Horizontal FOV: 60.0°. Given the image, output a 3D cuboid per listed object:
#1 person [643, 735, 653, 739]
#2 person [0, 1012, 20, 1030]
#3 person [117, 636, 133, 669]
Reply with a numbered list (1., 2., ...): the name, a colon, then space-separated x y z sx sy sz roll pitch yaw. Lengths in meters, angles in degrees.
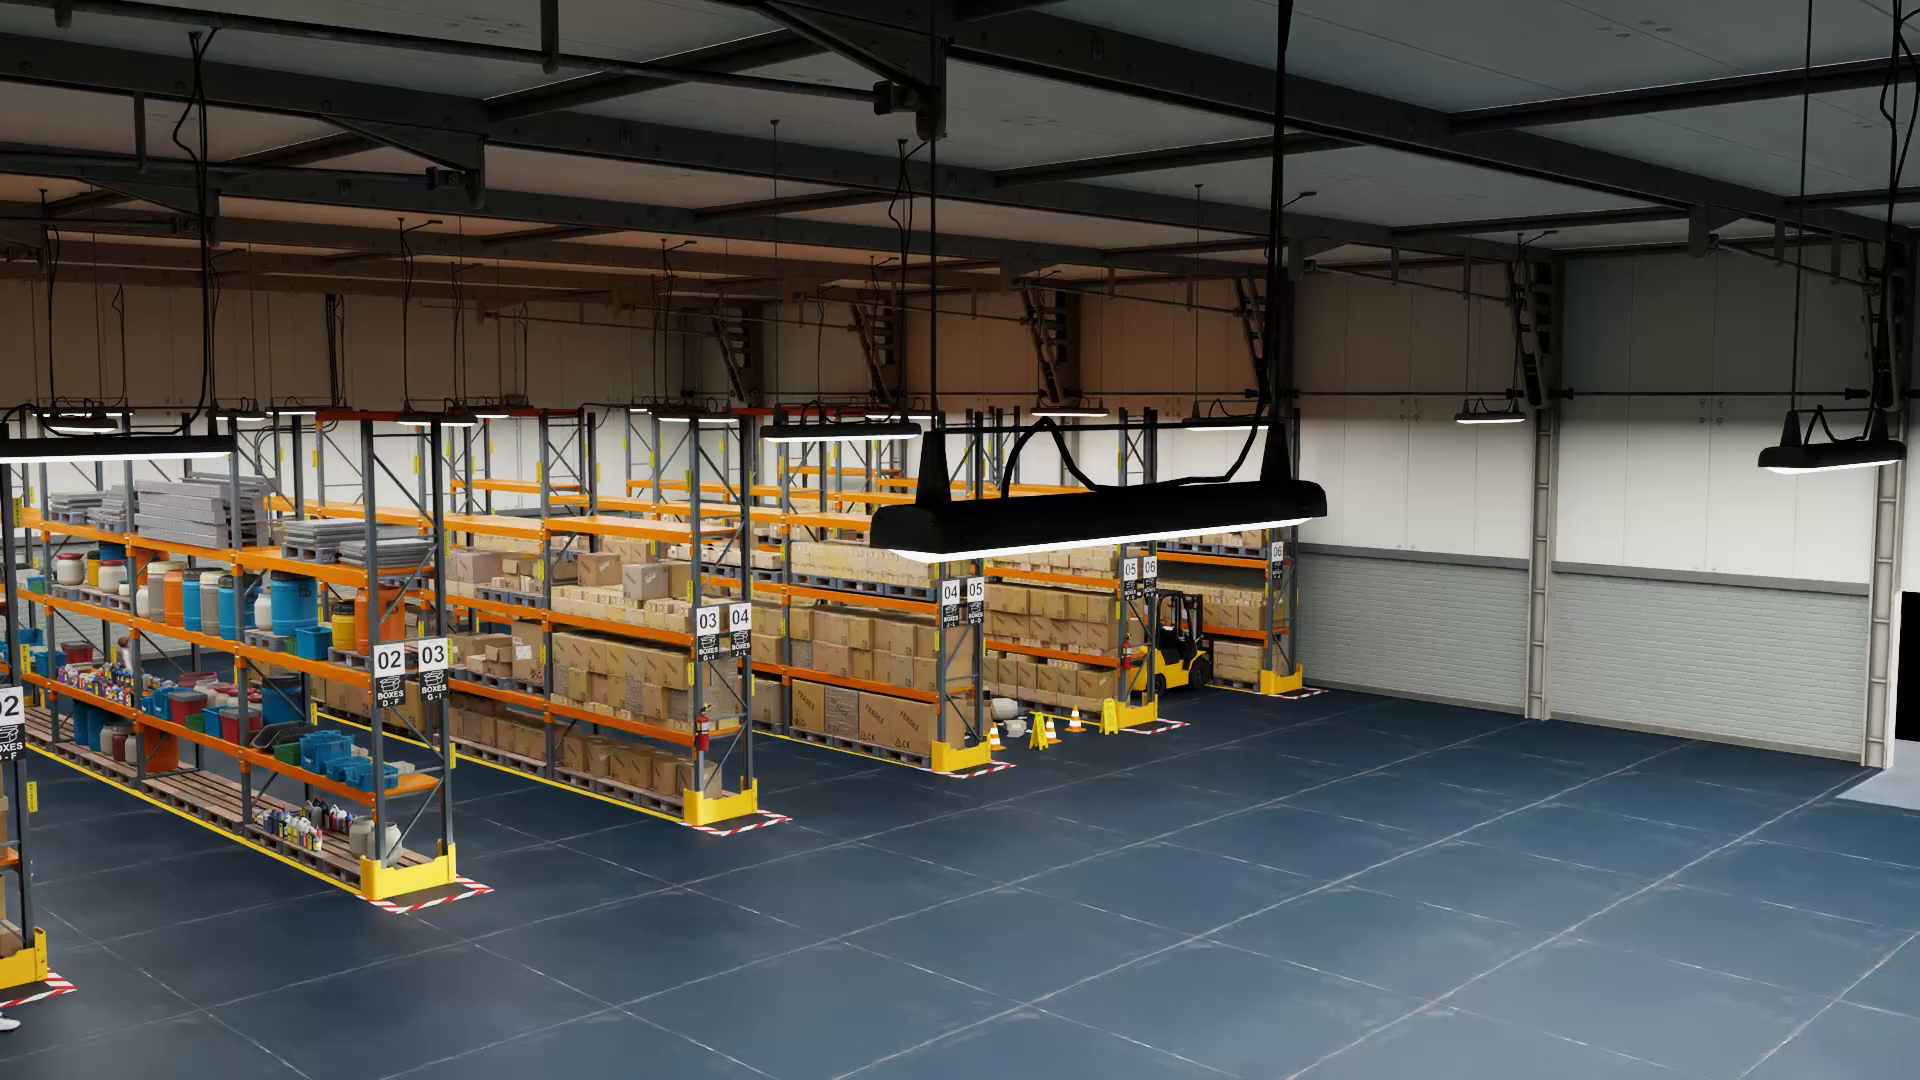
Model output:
1. person: -5.935 2.745 30.874 0.995 1.770 0.766 5 7 43
2. person: -9.863 3.995 16.294 1.029 1.734 0.528 0 5 2
3. person: -16.175 2.663 32.292 0.478 1.598 0.366 4 7 40
